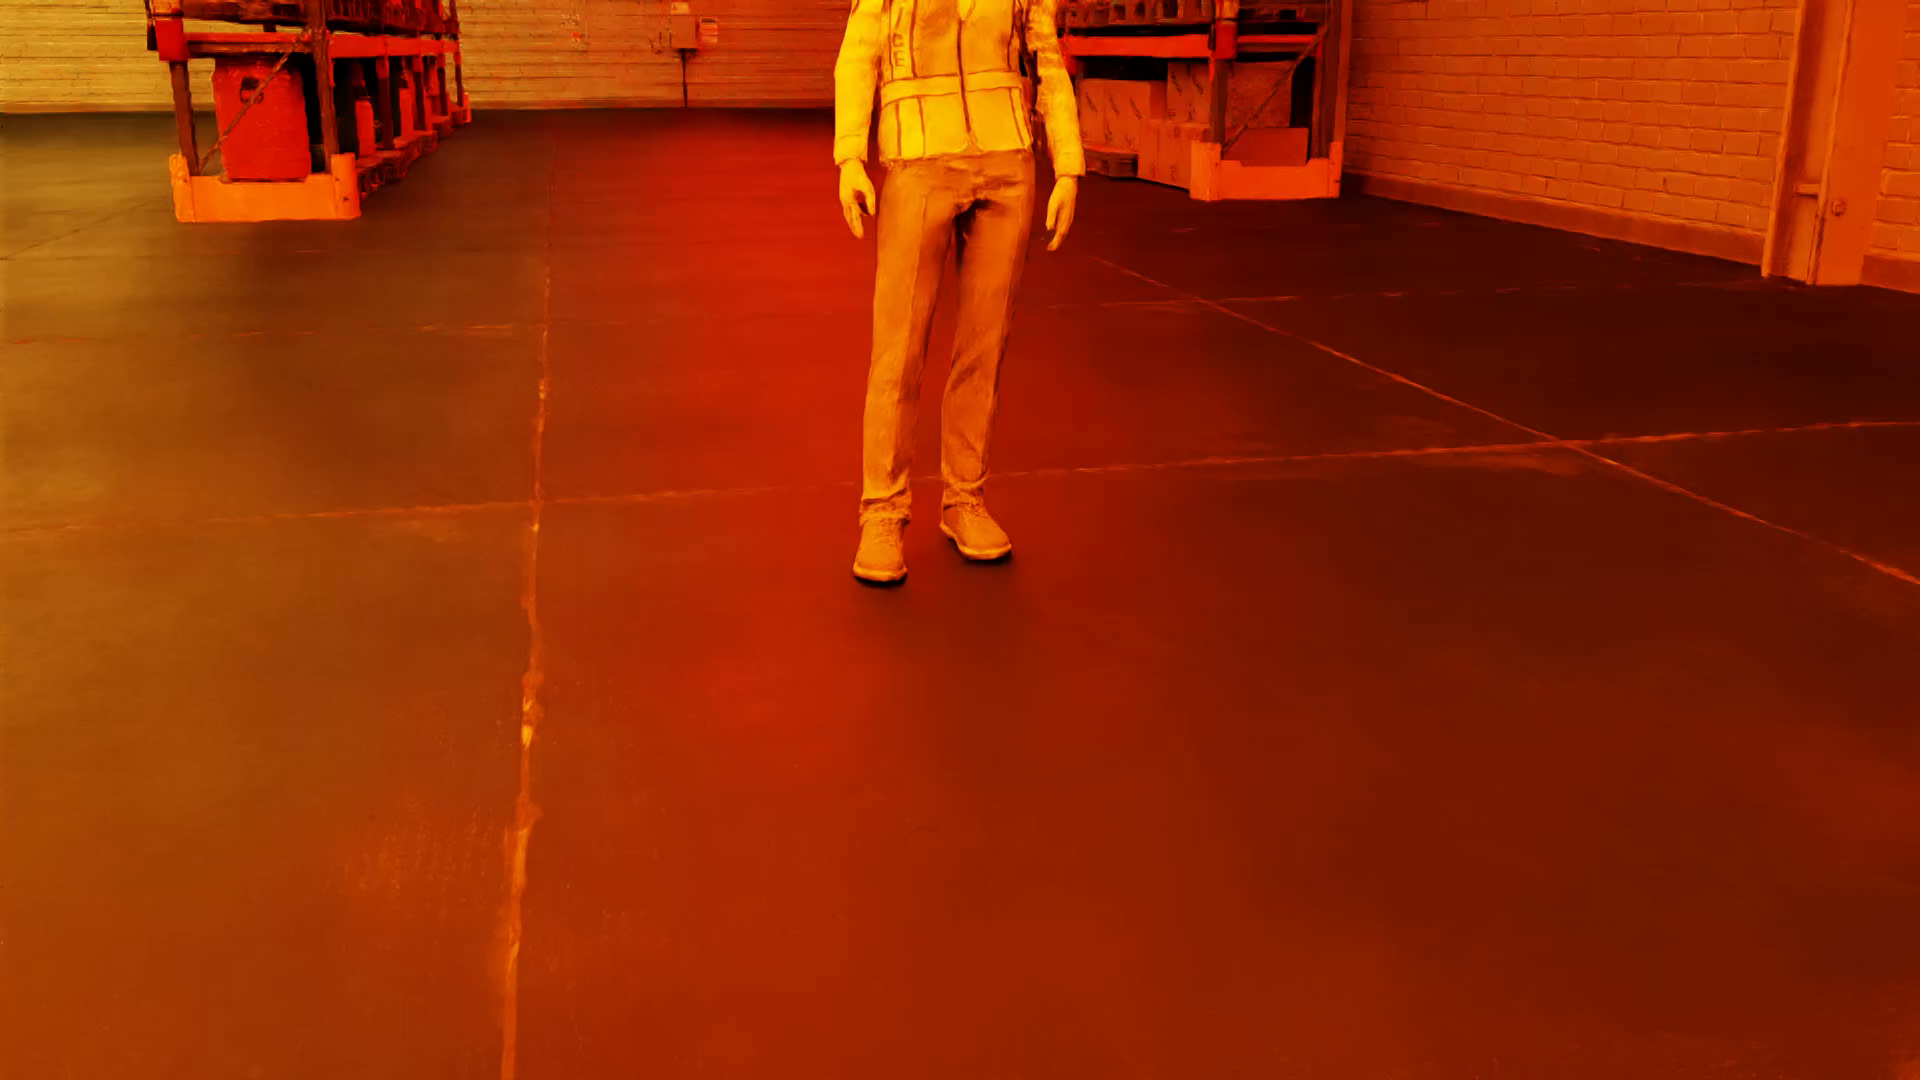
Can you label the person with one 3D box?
[{"bbox_3d":[0.005,-0.800,3.707,0.579,1.695,0.533,-4,17,-12],"label":"person"}]
